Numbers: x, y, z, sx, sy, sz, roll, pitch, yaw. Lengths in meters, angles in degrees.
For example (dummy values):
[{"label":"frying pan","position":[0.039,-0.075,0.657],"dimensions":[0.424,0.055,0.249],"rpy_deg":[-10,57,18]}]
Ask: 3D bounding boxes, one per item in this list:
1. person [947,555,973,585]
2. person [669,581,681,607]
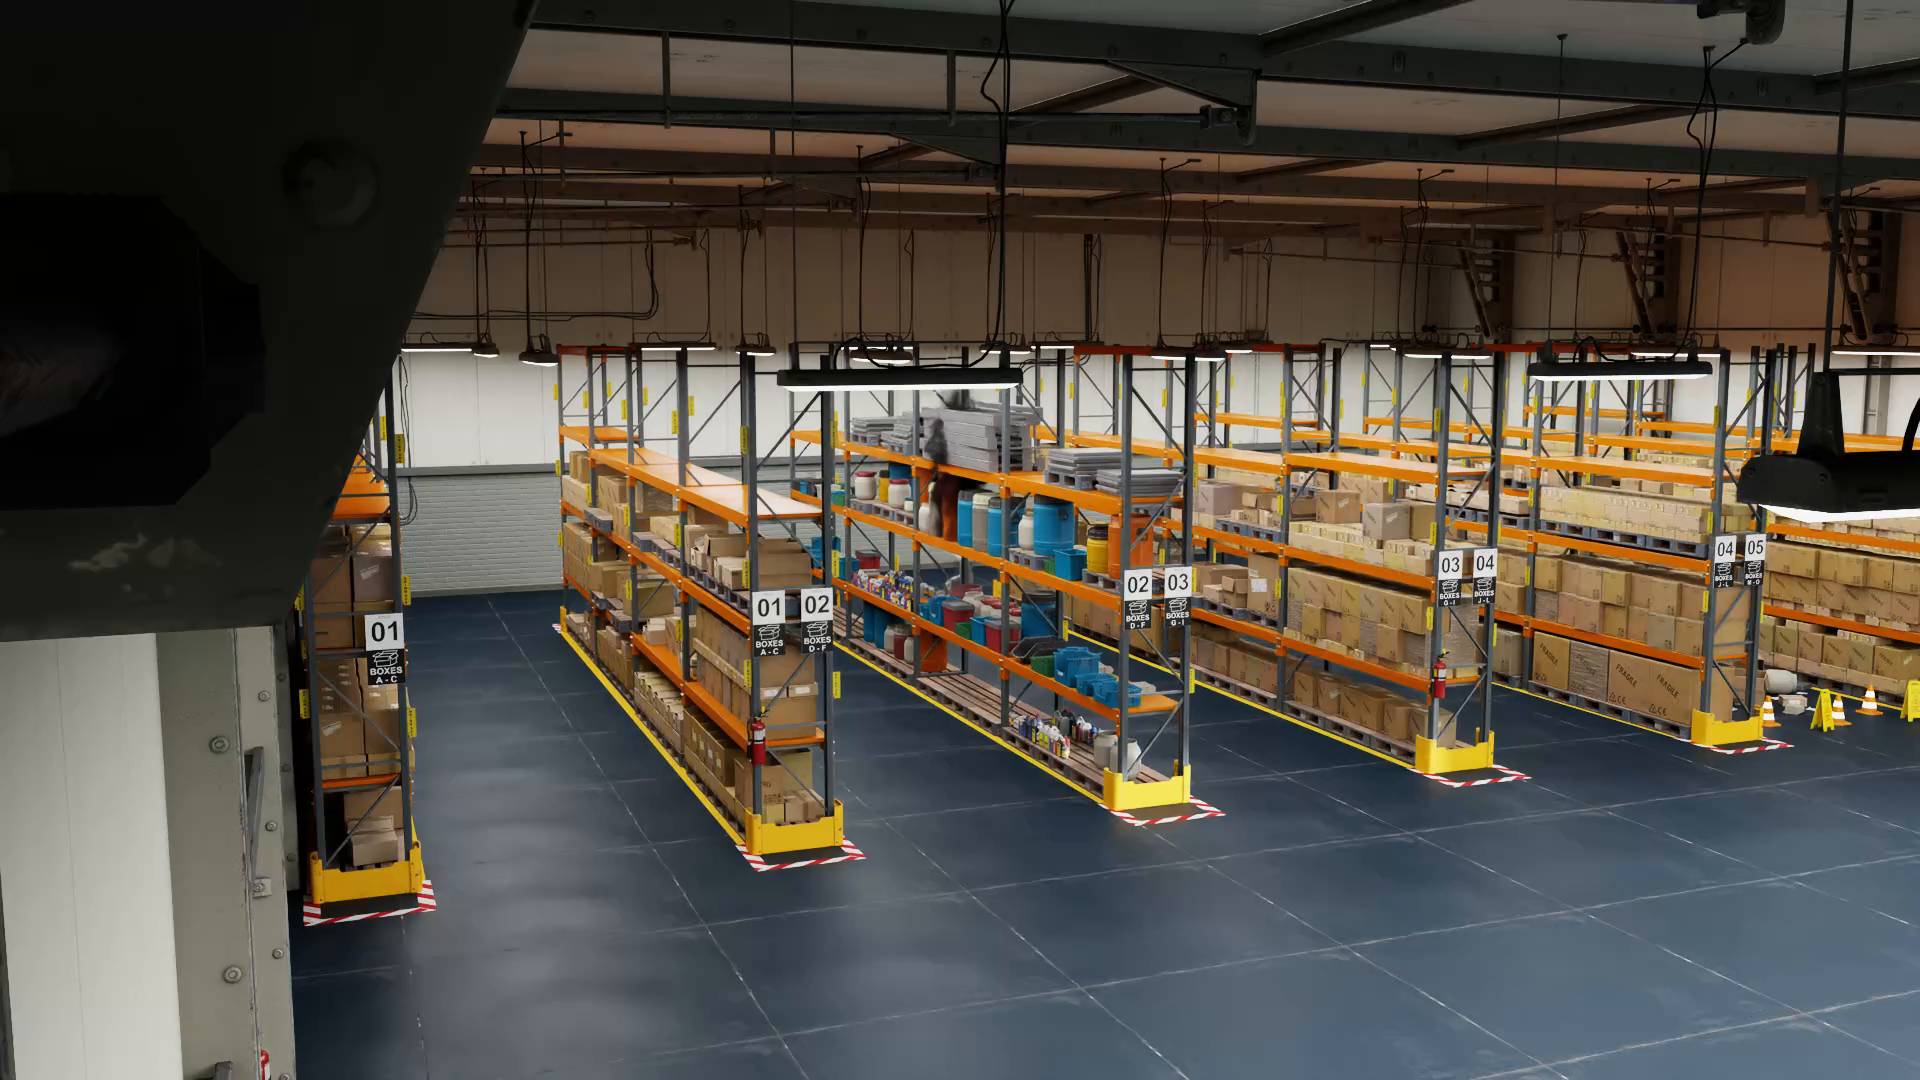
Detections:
[{"label":"person","position":[0.041,0.434,39.505],"dimensions":[0.799,1.611,0.625],"rpy_deg":[-2,7,-12]},{"label":"person","position":[-6.307,0.961,35.735],"dimensions":[0.584,1.684,0.714],"rpy_deg":[6,10,41]}]
